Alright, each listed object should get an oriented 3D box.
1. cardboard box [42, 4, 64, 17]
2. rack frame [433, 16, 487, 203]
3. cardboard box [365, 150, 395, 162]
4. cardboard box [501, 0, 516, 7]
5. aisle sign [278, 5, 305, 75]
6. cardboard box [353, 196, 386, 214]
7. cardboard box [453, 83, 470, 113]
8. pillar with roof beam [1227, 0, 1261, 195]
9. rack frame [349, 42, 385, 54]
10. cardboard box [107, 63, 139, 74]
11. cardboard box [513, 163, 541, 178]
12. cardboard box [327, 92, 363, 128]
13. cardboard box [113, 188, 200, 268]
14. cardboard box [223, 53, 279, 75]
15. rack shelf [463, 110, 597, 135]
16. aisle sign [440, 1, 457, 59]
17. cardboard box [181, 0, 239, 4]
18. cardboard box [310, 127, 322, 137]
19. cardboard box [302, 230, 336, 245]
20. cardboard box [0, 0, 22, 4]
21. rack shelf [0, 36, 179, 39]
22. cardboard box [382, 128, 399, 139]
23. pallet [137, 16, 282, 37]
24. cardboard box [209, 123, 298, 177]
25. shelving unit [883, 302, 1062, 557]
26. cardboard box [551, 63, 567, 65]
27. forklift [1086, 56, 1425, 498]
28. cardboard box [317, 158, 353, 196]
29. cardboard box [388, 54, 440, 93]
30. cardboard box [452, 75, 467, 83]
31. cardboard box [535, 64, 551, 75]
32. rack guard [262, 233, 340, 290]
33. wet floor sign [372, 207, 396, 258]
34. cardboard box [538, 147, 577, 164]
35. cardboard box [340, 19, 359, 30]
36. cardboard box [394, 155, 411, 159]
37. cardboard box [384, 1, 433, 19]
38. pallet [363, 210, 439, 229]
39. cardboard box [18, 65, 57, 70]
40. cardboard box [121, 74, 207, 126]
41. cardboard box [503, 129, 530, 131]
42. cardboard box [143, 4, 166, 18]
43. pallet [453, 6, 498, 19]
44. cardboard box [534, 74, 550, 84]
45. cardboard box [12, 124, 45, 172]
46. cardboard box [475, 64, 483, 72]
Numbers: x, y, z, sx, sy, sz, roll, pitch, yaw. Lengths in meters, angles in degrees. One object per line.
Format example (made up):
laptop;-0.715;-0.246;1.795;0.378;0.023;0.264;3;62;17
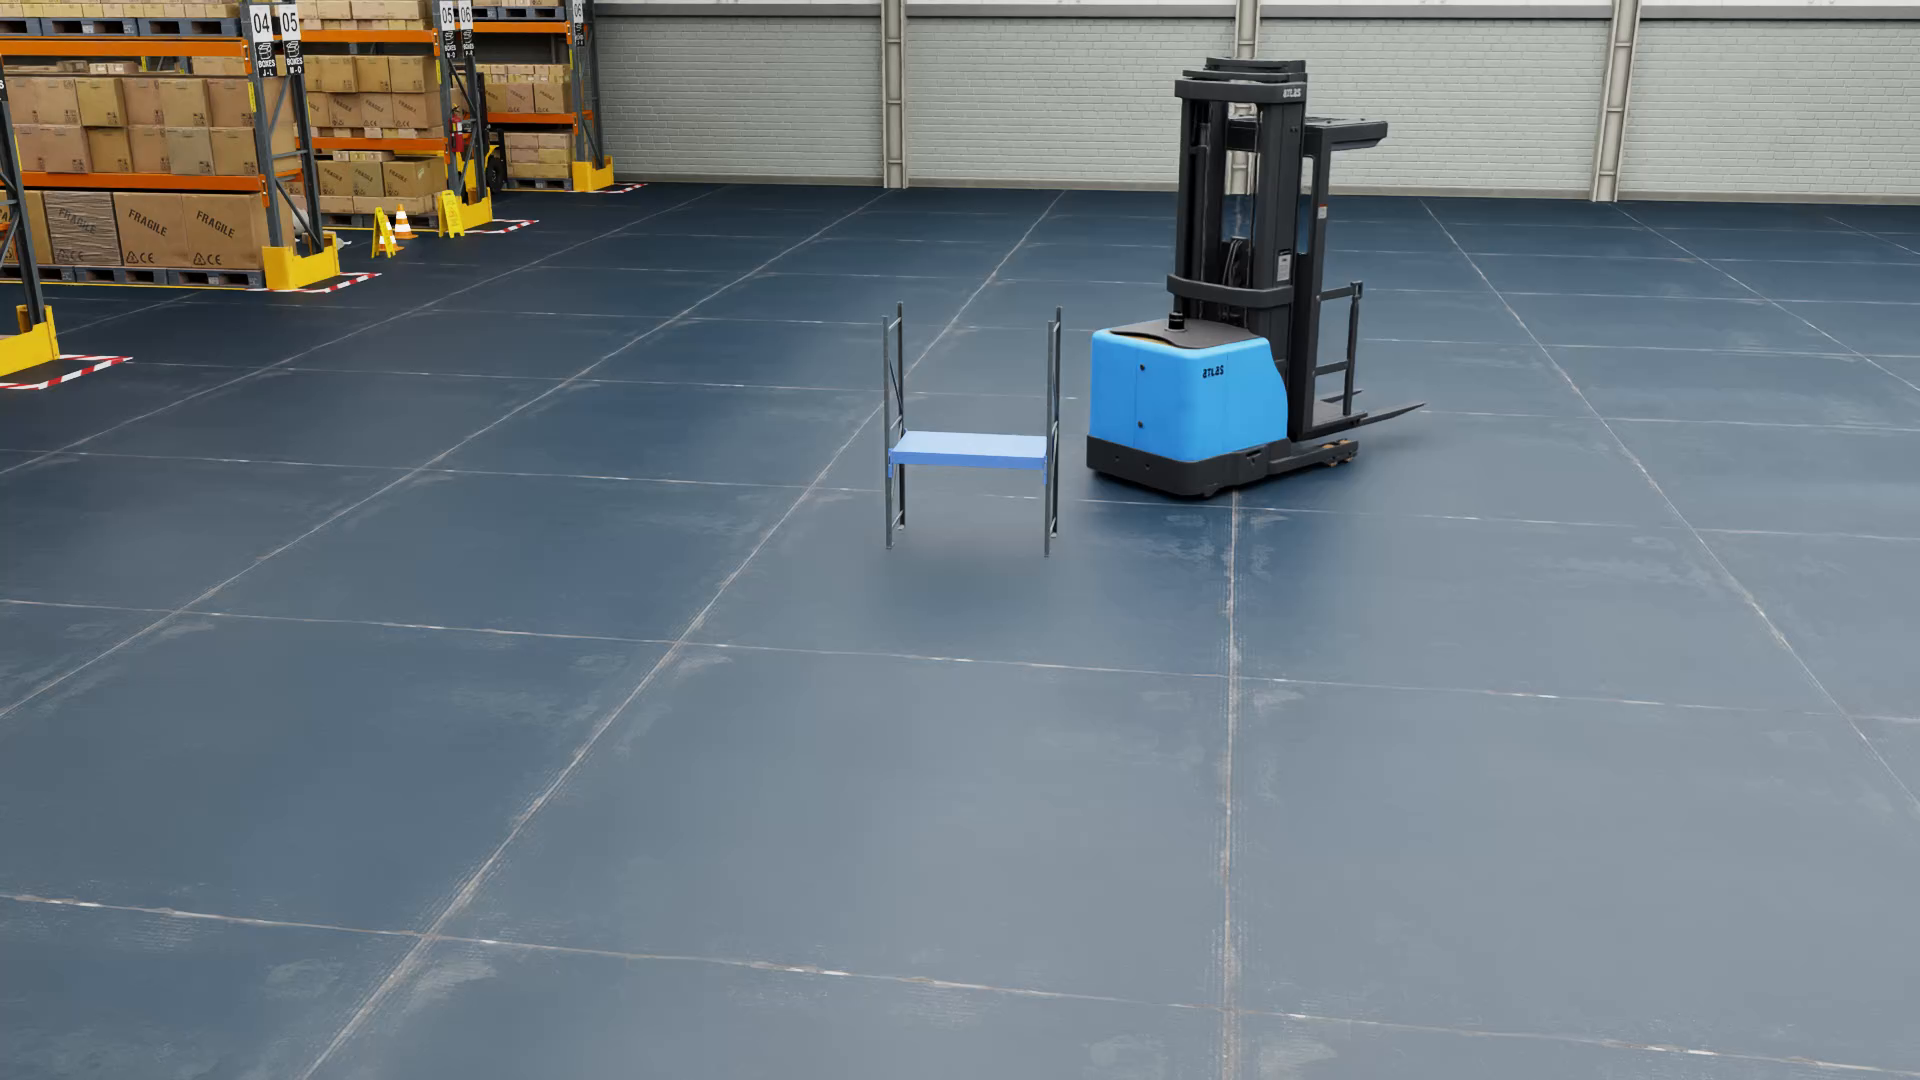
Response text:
cardboard box;-10.366;-6.125;19.229;0.250;0.149;0.380;3;19;9
rack frame;-7.294;-6.118;24.359;0.127;3.000;1.000;3;19;9
cardboard box;-8.500;-5.632;24.376;0.250;0.149;0.380;3;19;10
cardboard box;-7.627;-9.237;28.349;0.258;0.266;0.396;3;19;9
aisle sign;-7.862;-5.885;19.567;0.004;0.787;0.394;3;19;9
cardboard box;-8.645;-4.998;24.684;0.500;0.250;0.500;3;19;9
cardboard box;-8.553;-7.739;29.048;0.500;0.500;0.500;3;19;9
pillar with roof beam;4.110;-8.882;23.168;0.400;9.000;9.100;3;19;9
rack frame;-10.460;-7.874;29.609;0.127;3.000;1.000;3;19;9
cardboard box;-12.418;-6.997;24.678;0.250;0.149;0.380;2;19;7
cardboard box;-7.514;-6.521;29.235;0.500;0.250;0.500;3;19;9
cardboard box;-8.861;-6.300;24.278;0.500;0.500;0.500;3;19;8
cardboard box;-9.529;-3.810;20.150;0.875;0.875;0.875;3;19;8
cardboard box;-10.343;-6.859;24.373;0.500;0.500;0.700;3;19;9
rack shelf;-8.485;-7.432;29.422;4.000;0.370;1.077;3;19;9
aisle sign;-7.279;-7.256;23.666;0.004;0.787;0.394;3;19;9
cardboard box;-8.507;-6.238;18.939;0.500;0.250;0.500;3;19;9
cardboard box;-9.469;-6.012;24.440;0.250;0.149;0.380;3;19;8
cardboard box;-8.908;-4.199;23.117;0.250;0.149;0.380;14;23;37
cardboard box;-10.992;-6.365;19.319;0.500;0.250;0.500;3;19;8
rack shelf;-13.218;-7.501;24.900;4.000;0.370;1.077;3;19;9
cardboard box;-8.215;-5.948;24.248;0.250;0.149;0.380;3;19;8
pallet;-8.714;-5.976;19.349;1.213;0.211;1.003;3;19;9
cardboard box;-8.353;-4.637;19.699;0.550;0.550;0.875;3;19;9
shelving unit;0.084;-0.707;10.552;1.048;1.500;0.538;3;19;9
cardboard box;-7.061;-8.286;29.190;0.250;0.149;0.380;4;19;11
forklift;2.379;-2.052;12.316;3.031;2.935;1.130;-15;24;-38
cardboard box;-9.140;-5.380;24.644;0.500;0.500;0.500;2;19;7
cardboard box;-7.833;-6.737;24.010;0.500;0.500;0.700;2;19;7
cardboard box;-8.664;-8.047;28.945;0.250;0.149;0.380;3;19;8
cardboard box;-7.146;-8.124;28.706;0.250;0.149;0.380;3;19;9
rack guard;-7.956;-3.375;20.102;0.348;0.500;1.175;3;19;9
wet floor sign;-7.637;-4.064;21.932;0.232;0.644;0.267;0;19;-1
cardboard box;-7.041;-6.732;29.078;0.500;0.250;0.500;3;19;8
cardboard box;-8.692;-7.409;23.887;0.250;0.149;0.380;3;19;8
cardboard box;-8.587;-5.522;25.068;0.500;0.500;0.500;2;19;7
cardboard box;-7.842;-7.551;23.684;0.500;0.250;0.500;3;19;8
pallet;-8.166;-4.851;24.968;1.213;0.211;1.003;3;19;9
cardboard box;-16.631;-8.363;30.252;0.500;0.500;0.700;3;19;8
cardboard box;-9.429;-5.245;19.814;0.550;0.550;0.875;3;19;9
cardboard box;-7.941;-7.178;29.625;0.500;0.250;0.500;3;19;8
cardboard box;-9.114;-6.061;19.038;0.250;0.149;0.380;3;19;9
pallet;-8.413;-9.158;28.857;1.213;0.211;1.003;3;19;9
cardboard box;-7.155;-7.961;28.689;0.250;0.149;0.380;3;19;10
cardboard box;-11.016;-4.799;20.181;0.550;0.550;0.875;3;19;9
cardboard box;-8.413;-8.196;28.923;0.250;0.149;0.380;3;19;9
